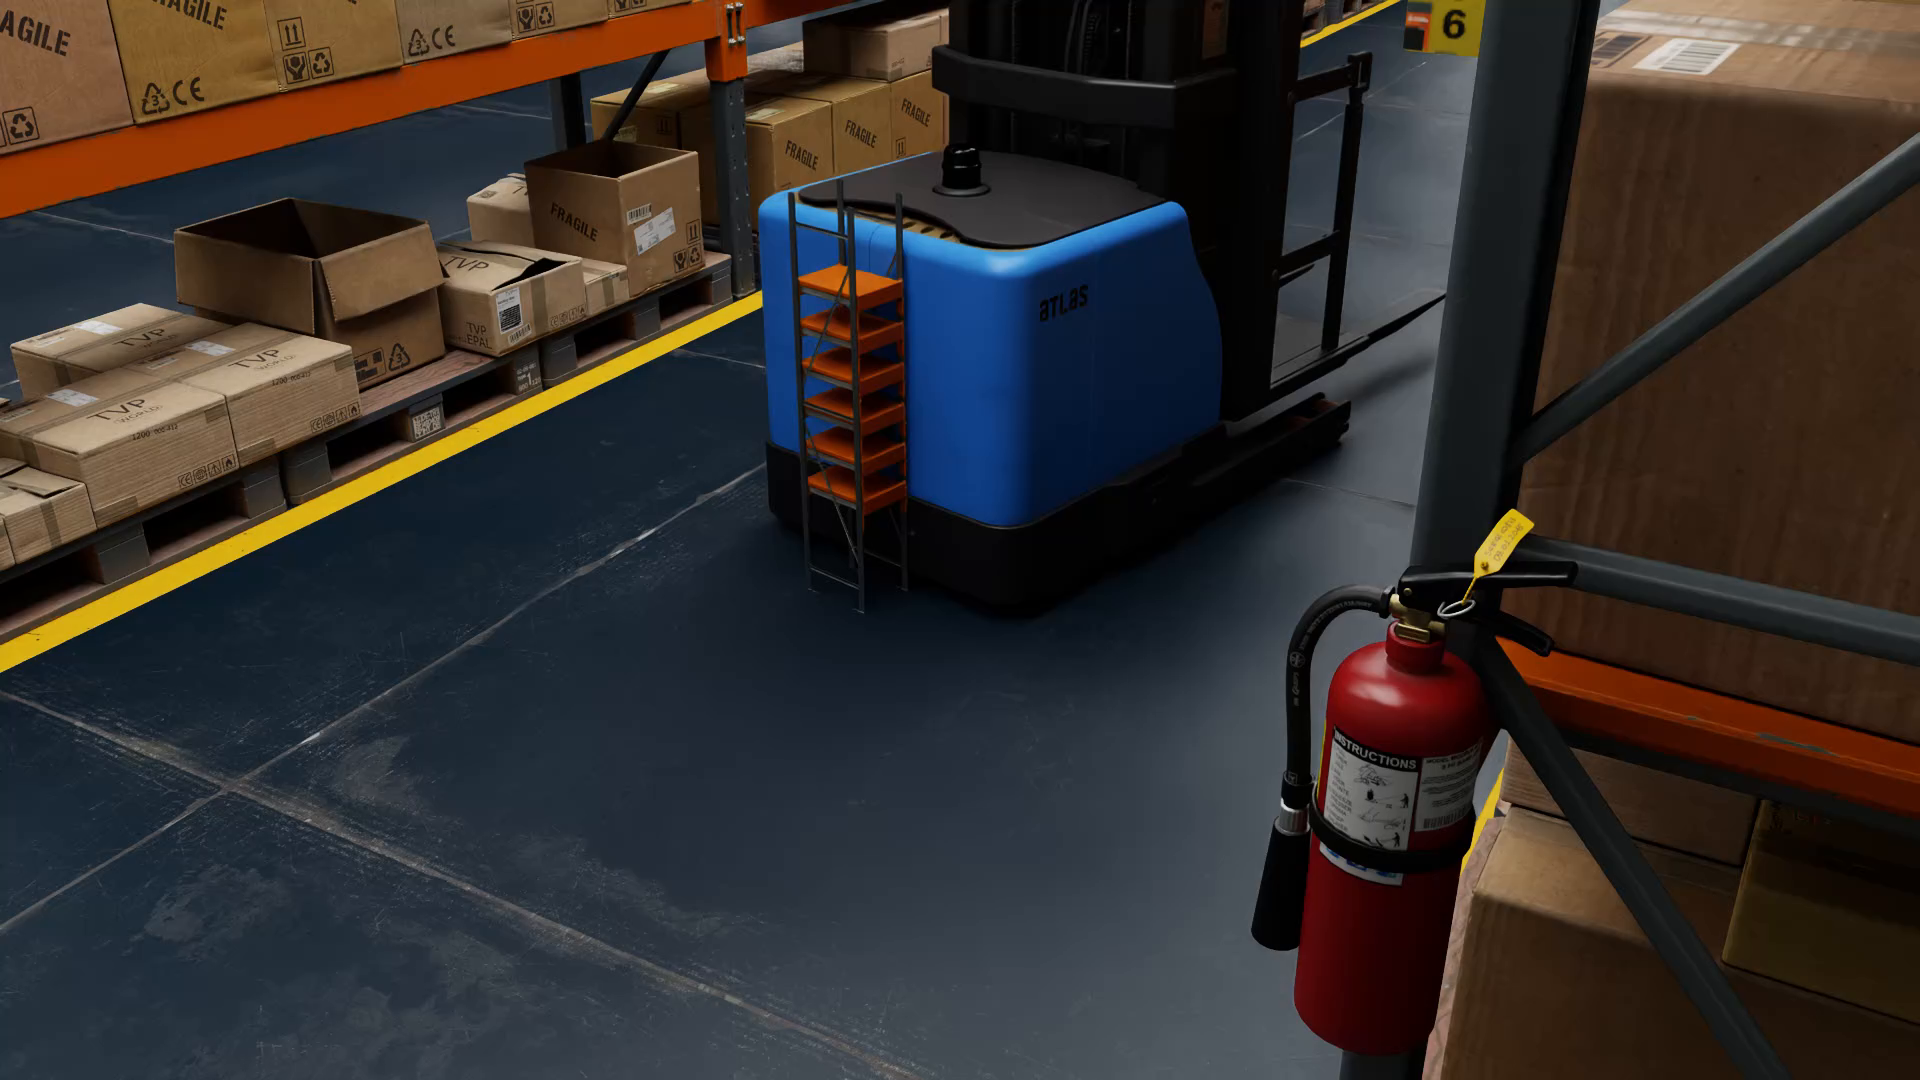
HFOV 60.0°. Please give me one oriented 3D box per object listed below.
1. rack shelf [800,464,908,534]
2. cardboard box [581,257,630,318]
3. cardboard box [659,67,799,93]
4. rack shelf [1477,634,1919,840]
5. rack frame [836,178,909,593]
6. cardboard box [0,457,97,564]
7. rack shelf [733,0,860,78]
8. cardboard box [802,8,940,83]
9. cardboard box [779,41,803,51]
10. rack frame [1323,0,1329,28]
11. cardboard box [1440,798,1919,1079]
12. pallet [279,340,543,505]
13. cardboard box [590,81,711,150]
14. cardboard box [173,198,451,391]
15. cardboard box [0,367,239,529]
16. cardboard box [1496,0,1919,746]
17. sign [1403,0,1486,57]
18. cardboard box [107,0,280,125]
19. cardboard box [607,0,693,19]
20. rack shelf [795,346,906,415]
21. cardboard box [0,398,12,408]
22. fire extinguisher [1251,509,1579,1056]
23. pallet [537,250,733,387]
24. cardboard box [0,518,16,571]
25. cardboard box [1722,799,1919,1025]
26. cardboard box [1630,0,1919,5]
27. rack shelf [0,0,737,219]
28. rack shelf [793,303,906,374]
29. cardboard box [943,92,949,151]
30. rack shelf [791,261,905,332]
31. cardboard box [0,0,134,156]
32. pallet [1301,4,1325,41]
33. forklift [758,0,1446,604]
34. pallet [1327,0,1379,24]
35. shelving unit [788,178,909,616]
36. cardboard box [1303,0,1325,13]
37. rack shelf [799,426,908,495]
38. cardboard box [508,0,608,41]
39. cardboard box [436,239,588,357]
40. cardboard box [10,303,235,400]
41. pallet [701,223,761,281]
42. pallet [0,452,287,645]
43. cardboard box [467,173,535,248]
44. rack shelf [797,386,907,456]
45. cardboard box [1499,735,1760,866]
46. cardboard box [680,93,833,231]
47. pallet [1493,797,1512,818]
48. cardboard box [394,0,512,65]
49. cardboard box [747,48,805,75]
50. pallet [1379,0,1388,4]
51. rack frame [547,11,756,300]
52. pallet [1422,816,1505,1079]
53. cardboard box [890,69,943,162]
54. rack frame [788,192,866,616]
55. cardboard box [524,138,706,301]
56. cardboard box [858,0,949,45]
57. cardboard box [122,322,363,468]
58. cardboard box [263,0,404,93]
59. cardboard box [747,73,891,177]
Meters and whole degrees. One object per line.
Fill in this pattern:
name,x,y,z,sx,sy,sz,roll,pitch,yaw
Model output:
rack shelf,-0.305,-0.130,4.805,0.258,0.103,0.180,21,34,36
cardboard box,-1.547,-1.017,6.624,0.380,0.149,0.250,14,30,26
cardboard box,-1.138,-2.064,8.324,0.500,0.500,0.500,14,30,26
rack shelf,1.949,-0.348,3.399,1.077,0.370,4.000,14,30,26
rack frame,-0.245,-0.415,4.739,0.240,1.200,0.006,21,34,36
cardboard box,-2.721,-0.095,4.762,0.380,0.166,0.250,14,30,26
rack shelf,-0.398,-2.997,8.689,1.077,0.370,4.000,14,30,26
cardboard box,-0.439,-2.478,8.312,0.500,0.250,0.500,14,30,26
cardboard box,-0.642,-2.458,9.111,0.500,0.500,0.500,13,29,24
rack frame,2.554,-5.657,13.199,1.000,3.000,0.127,14,30,26
cardboard box,1.223,0.744,2.735,0.700,0.500,0.500,14,30,26
pallet,-2.319,-0.547,6.108,1.003,0.211,1.213,14,30,26
cardboard box,-1.388,-1.873,7.942,0.500,0.500,0.500,14,30,26
cardboard box,-2.301,-0.886,5.966,0.797,0.503,0.637,14,30,26
cardboard box,-2.589,-0.292,5.062,0.500,0.250,0.500,14,30,26
cardboard box,1.208,-0.226,2.015,0.980,0.700,0.700,16,31,28
sign,0.500,-0.639,1.618,0.100,0.325,0.005,14,30,26
cardboard box,-2.403,-1.537,4.858,0.500,0.500,0.500,14,30,26
cardboard box,-1.404,-2.332,6.447,0.500,0.500,0.500,15,30,27
rack shelf,-0.305,-0.452,4.643,0.258,0.103,0.180,21,34,36
cardboard box,-3.019,-0.314,5.200,0.380,0.166,0.250,14,30,26
fire extinguisher,0.489,0.268,1.867,0.296,0.674,0.183,14,30,26
pallet,-1.720,-1.025,7.061,1.003,0.211,1.213,14,30,26
cardboard box,-2.844,0.010,4.571,0.380,0.149,0.250,14,30,26
cardboard box,1.335,0.547,2.405,0.380,0.149,0.250,14,30,26
cardboard box,1.556,-0.512,2.586,0.980,0.700,0.700,14,30,26
rack shelf,-2.365,-1.438,5.575,1.077,0.370,4.000,14,30,26
rack shelf,-0.305,-0.559,4.590,0.258,0.103,0.180,21,34,36
cardboard box,-0.177,-2.353,8.901,0.500,0.500,0.500,13,29,24
rack shelf,-0.305,-0.666,4.536,0.258,0.103,0.180,21,34,36
cardboard box,-2.652,-1.342,4.468,0.500,0.500,0.500,14,30,26
pallet,2.226,-4.114,13.233,1.003,0.211,1.213,14,30,26
forklift,0.737,-1.709,5.390,1.130,2.935,3.031,21,34,36
pallet,2.982,-4.711,14.424,1.003,0.211,1.213,14,30,26
shelving unit,-0.305,-0.384,4.677,0.258,1.200,0.189,21,34,36
cardboard box,2.602,-4.390,13.270,0.500,0.250,0.500,14,30,26
rack shelf,-0.305,-0.237,4.751,0.258,0.103,0.180,21,34,36
cardboard box,-1.656,-2.131,6.045,0.500,0.500,0.500,15,30,28
cardboard box,-1.784,-0.957,6.322,0.500,0.311,0.500,14,30,26
cardboard box,-2.803,-0.577,5.632,0.500,0.250,0.500,14,30,26
pallet,-1.014,-1.617,8.245,1.003,0.211,1.213,14,30,26
pallet,-2.920,-0.074,5.161,1.003,0.211,1.213,14,30,26
cardboard box,-1.776,-1.417,7.243,0.500,0.311,0.500,14,30,26
rack shelf,-0.305,-0.345,4.697,0.258,0.103,0.180,21,34,36
cardboard box,1.127,0.364,2.770,0.380,0.149,0.250,14,30,26
cardboard box,-0.931,-1.753,7.702,0.500,0.500,0.500,13,29,24
pallet,1.892,0.554,3.908,1.003,0.211,1.213,14,30,26
cardboard box,-1.907,-1.930,5.644,0.500,0.500,0.500,15,30,27
cardboard box,-0.891,-2.260,8.714,0.500,0.500,0.500,15,30,27
pallet,3.581,-5.188,15.378,1.003,0.211,1.213,14,30,26
rack frame,-1.381,-2.539,6.971,1.000,3.000,0.127,14,30,26
pallet,1.291,1.027,2.962,1.003,0.211,1.213,14,30,26
cardboard box,-0.426,-2.156,8.507,0.500,0.500,0.500,15,30,27
rack frame,-0.365,-0.353,4.615,0.240,1.200,0.006,21,34,36
cardboard box,-1.415,-1.333,6.864,0.500,0.500,0.500,14,30,26
cardboard box,-0.193,-2.673,8.703,0.500,0.250,0.500,14,30,25
cardboard box,-2.343,-0.486,5.451,0.500,0.250,0.500,14,30,26
cardboard box,-2.155,-1.731,5.246,0.500,0.500,0.500,15,30,27
cardboard box,-0.679,-1.963,8.122,0.500,0.500,0.500,15,30,27
